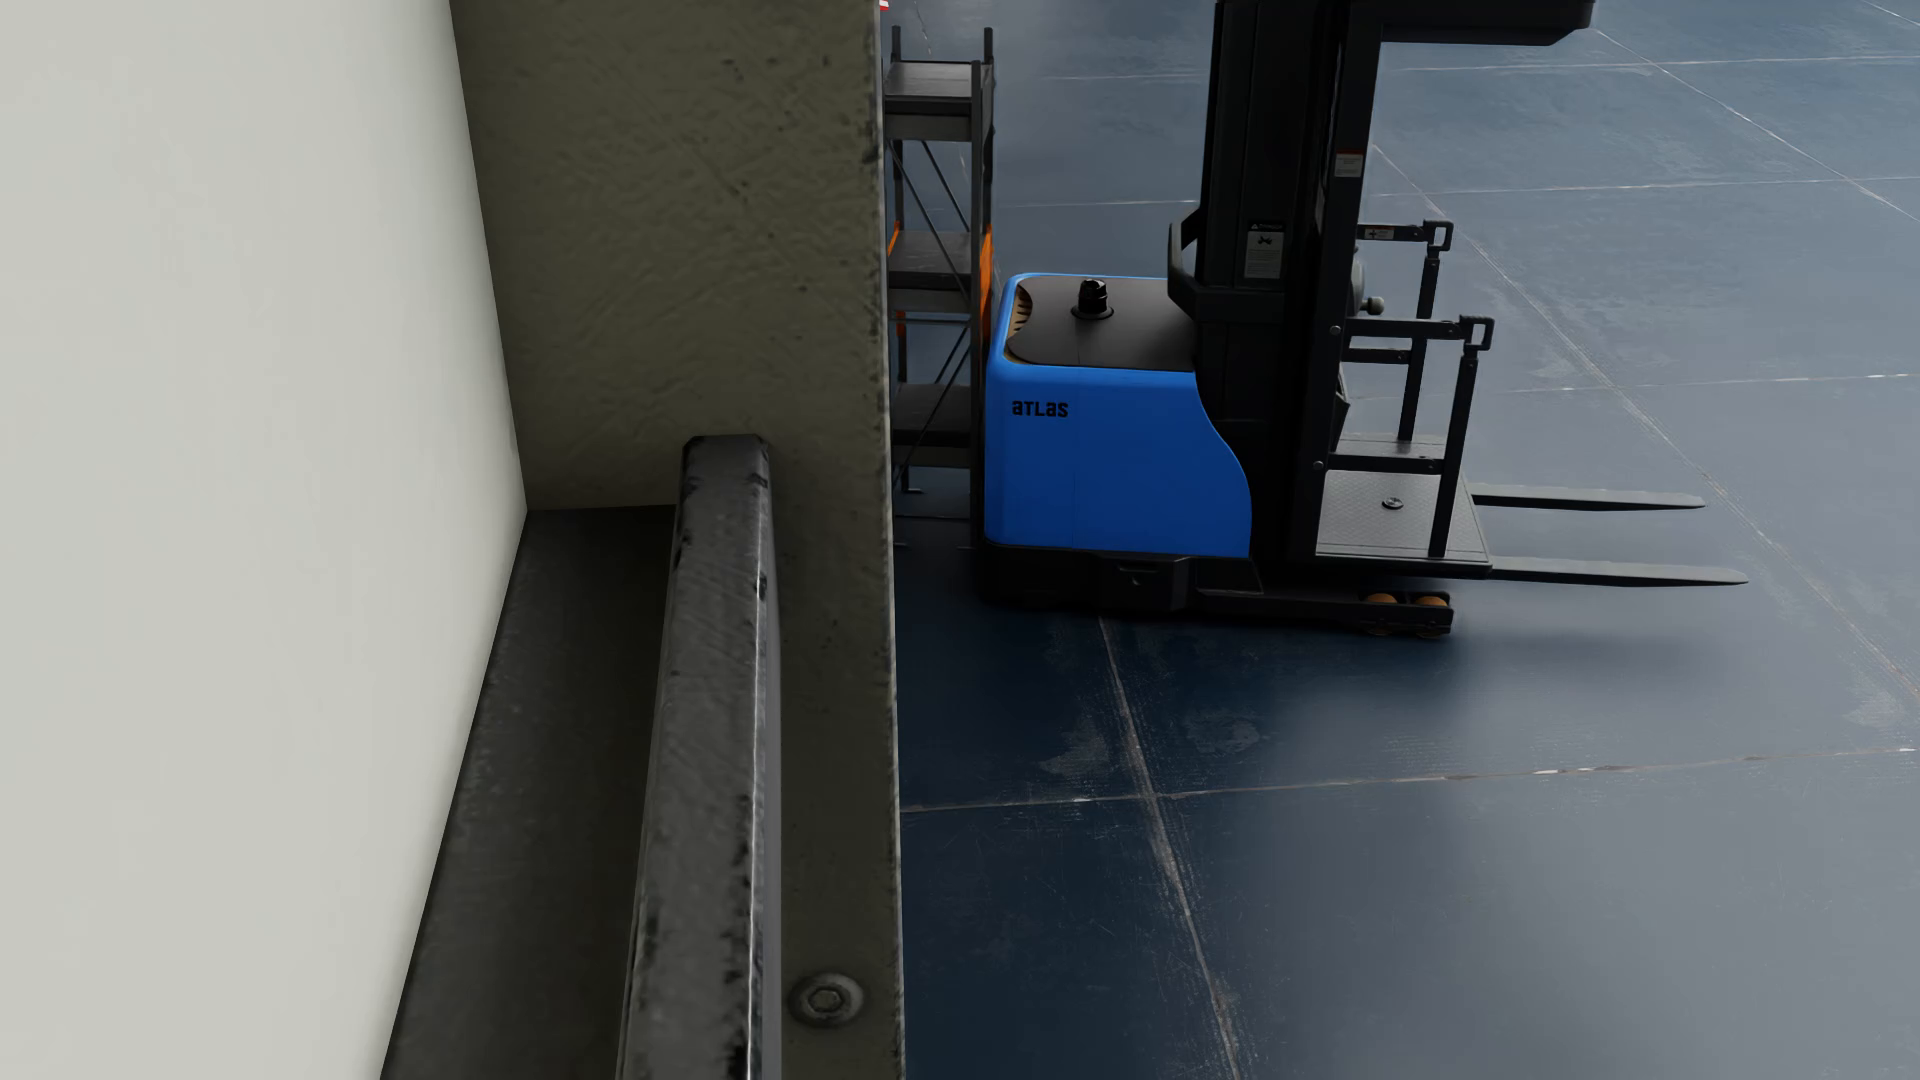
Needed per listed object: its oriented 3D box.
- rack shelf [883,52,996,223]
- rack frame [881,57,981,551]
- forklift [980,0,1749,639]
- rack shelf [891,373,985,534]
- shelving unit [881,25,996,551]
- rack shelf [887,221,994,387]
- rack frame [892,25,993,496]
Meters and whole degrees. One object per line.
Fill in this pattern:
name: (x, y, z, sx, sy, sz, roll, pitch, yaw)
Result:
rack shelf: (-0.096, -1.581, 6.510, 0.431, 0.518, 0.480, 3, 31, 5)
rack frame: (-0.122, -0.867, 6.654, 0.400, 2.100, 0.015, 3, 31, 5)
forklift: (1.635, -1.156, 6.327, 3.031, 2.935, 1.130, 3, 31, 5)
rack shelf: (-0.096, -0.379, 7.229, 0.431, 0.518, 0.480, 3, 31, 5)
shelving unit: (-0.096, -0.992, 6.863, 0.431, 2.100, 0.503, 3, 31, 5)
rack shelf: (-0.096, -0.980, 6.870, 0.431, 0.518, 0.480, 3, 31, 5)
rack frame: (-0.070, -1.116, 7.071, 0.400, 2.100, 0.015, 3, 31, 5)
